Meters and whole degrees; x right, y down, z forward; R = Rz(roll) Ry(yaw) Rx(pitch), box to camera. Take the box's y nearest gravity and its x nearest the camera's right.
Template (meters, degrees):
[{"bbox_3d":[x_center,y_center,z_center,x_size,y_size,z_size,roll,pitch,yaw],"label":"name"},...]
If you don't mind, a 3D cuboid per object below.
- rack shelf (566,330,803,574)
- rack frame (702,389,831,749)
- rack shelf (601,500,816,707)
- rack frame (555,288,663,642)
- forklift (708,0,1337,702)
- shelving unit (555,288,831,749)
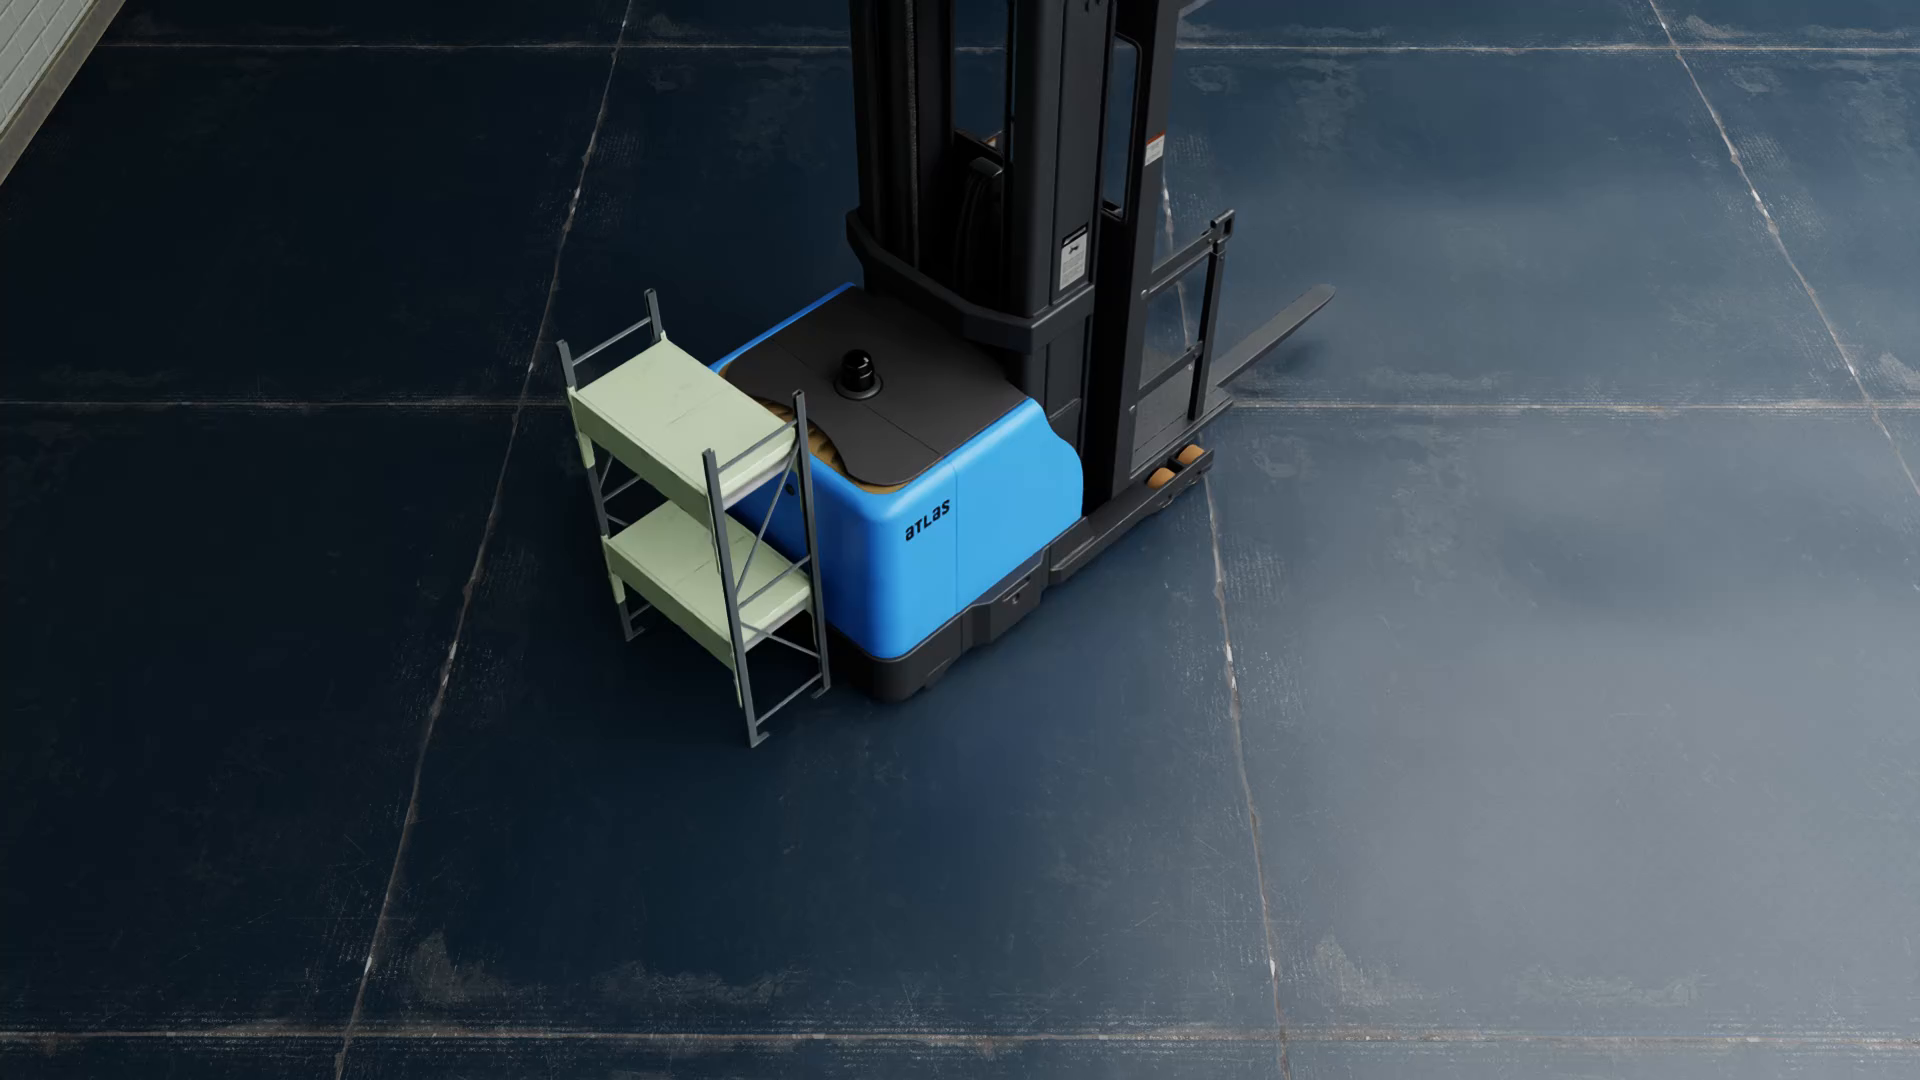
[{"bbox_3d":[-0.899,-0.304,5.556,0.720,0.370,0.431,35,56,28],"label":"rack shelf"},{"bbox_3d":[-0.635,0.148,5.669,0.023,1.500,0.400,35,56,28],"label":"rack frame"},{"bbox_3d":[-0.899,0.184,6.080,0.720,0.370,0.431,35,56,28],"label":"rack shelf"},{"bbox_3d":[-1.164,-0.223,6.014,0.023,1.500,0.400,35,56,28],"label":"rack frame"},{"bbox_3d":[0.425,-1.374,6.107,1.130,2.935,3.031,36,56,28],"label":"forklift"},{"bbox_3d":[-0.899,-0.038,5.841,0.755,1.500,0.431,35,56,28],"label":"shelving unit"}]
